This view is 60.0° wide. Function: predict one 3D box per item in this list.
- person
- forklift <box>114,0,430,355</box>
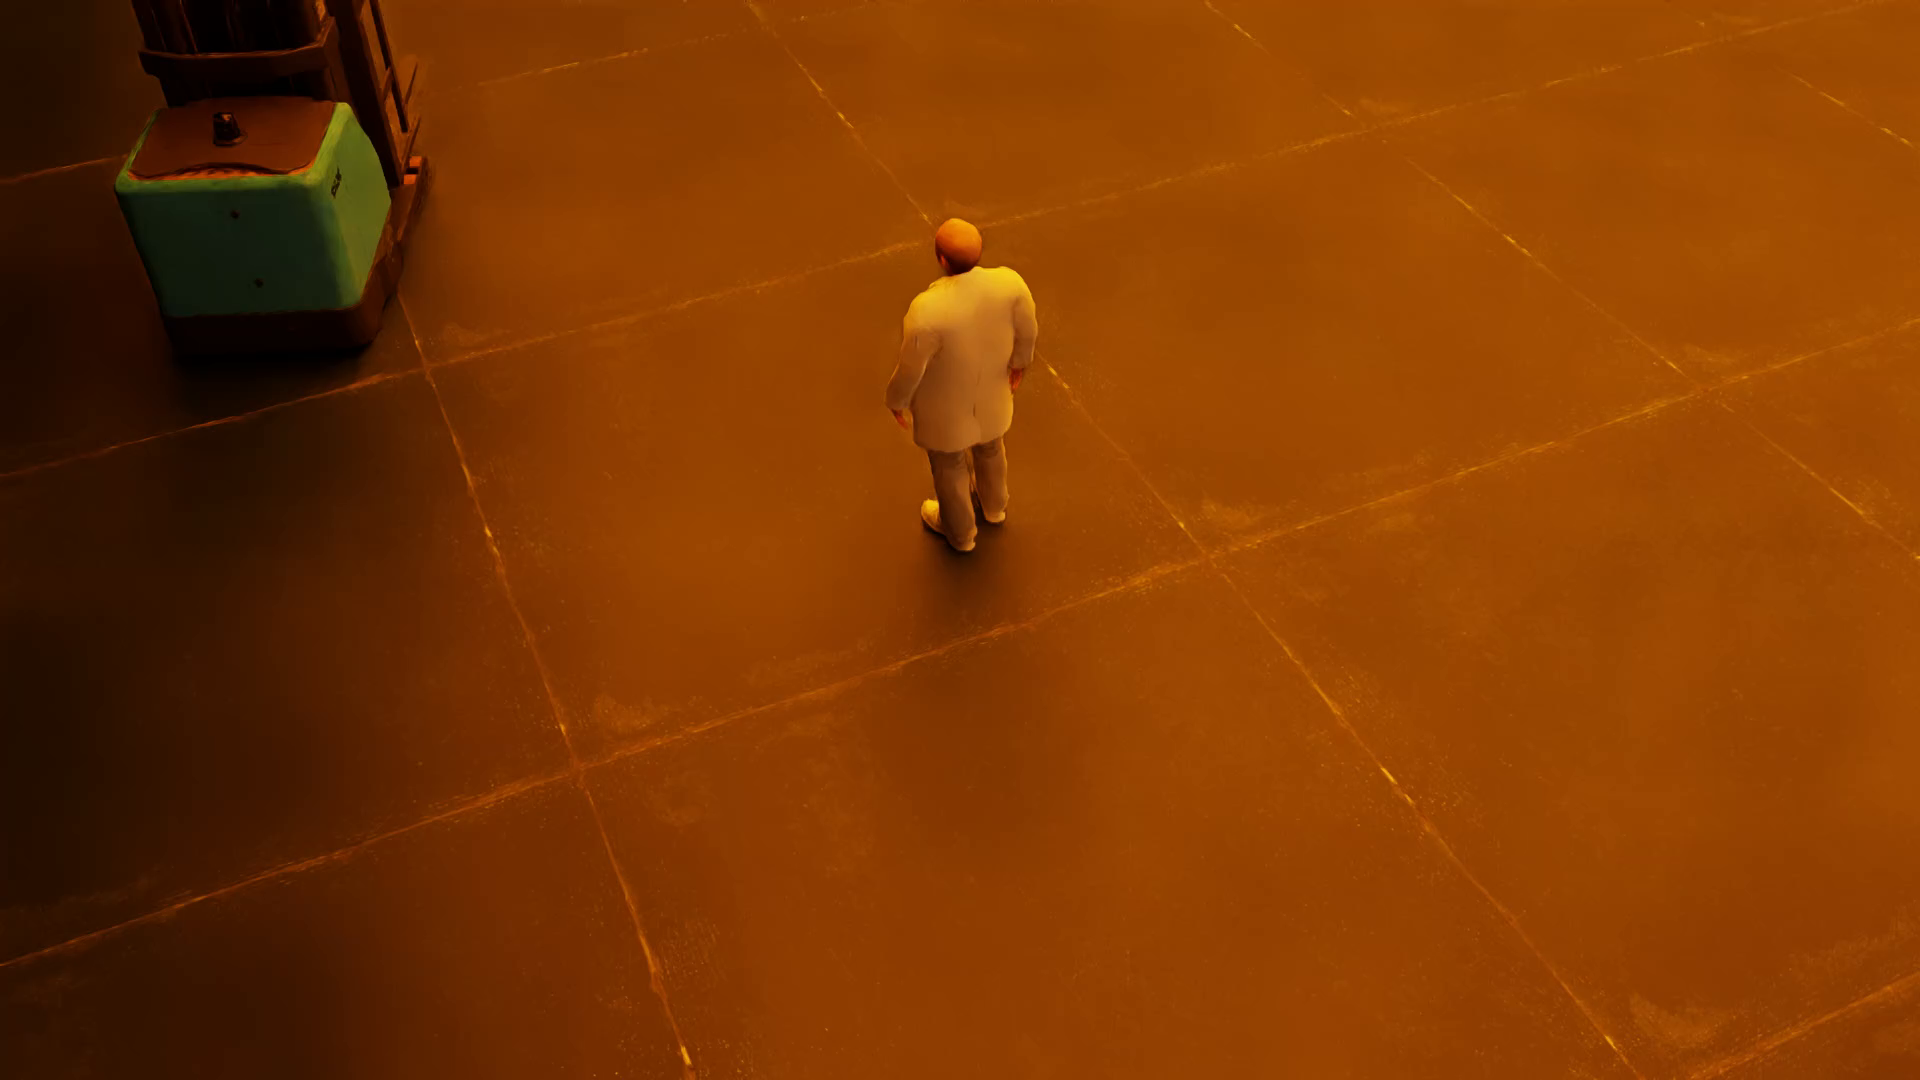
[{"bbox_3d":[-0.034,-0.713,7.278,0.694,1.776,0.579,-18,46,-18],"label":"person"},{"bbox_3d":[-3.774,-3.047,8.945,1.130,2.935,3.031,-3,43,-4],"label":"forklift"}]
